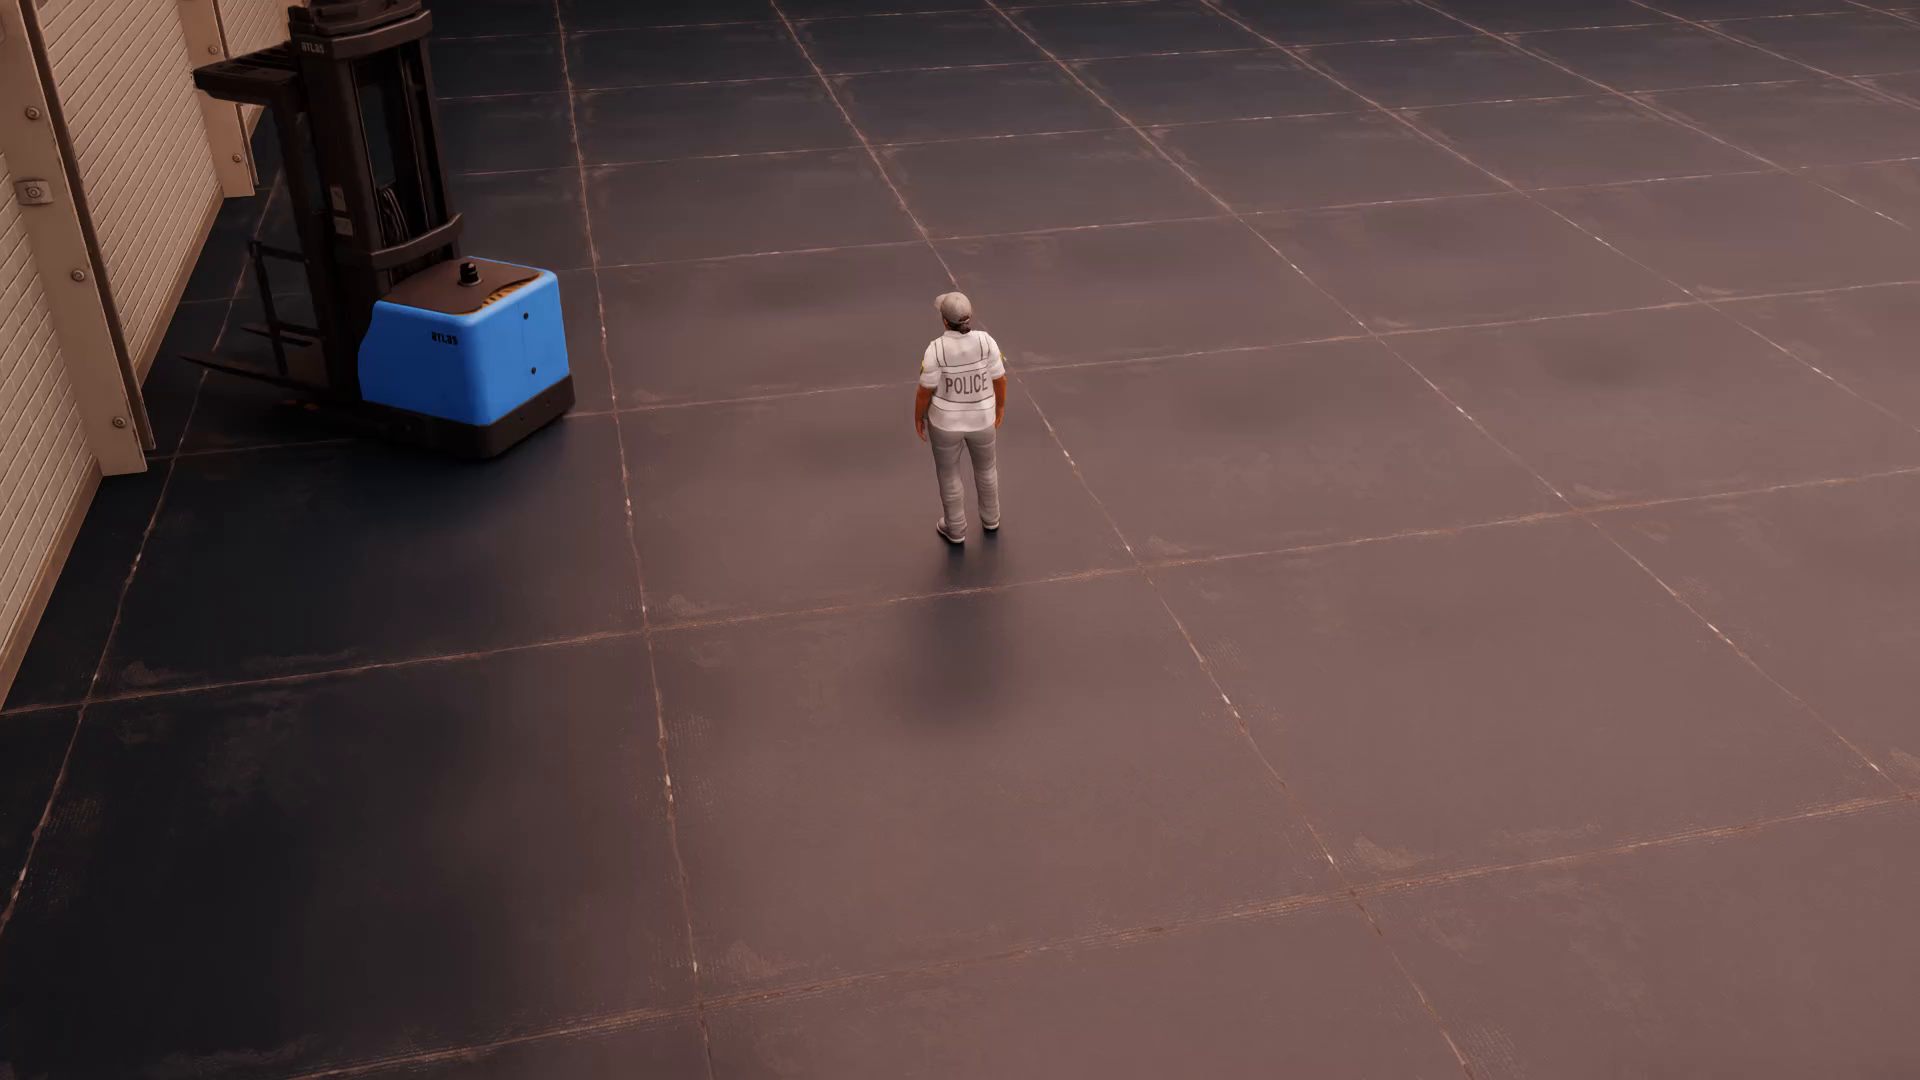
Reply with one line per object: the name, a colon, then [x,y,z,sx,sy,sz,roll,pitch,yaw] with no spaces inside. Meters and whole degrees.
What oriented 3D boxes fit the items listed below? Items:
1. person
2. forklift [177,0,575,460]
person: [0.004,-0.768,10.148,0.599,1.670,0.529,-7,31,-12]
forklift: [-4.355,-2.301,11.550,3.031,2.935,1.130,13,32,21]
